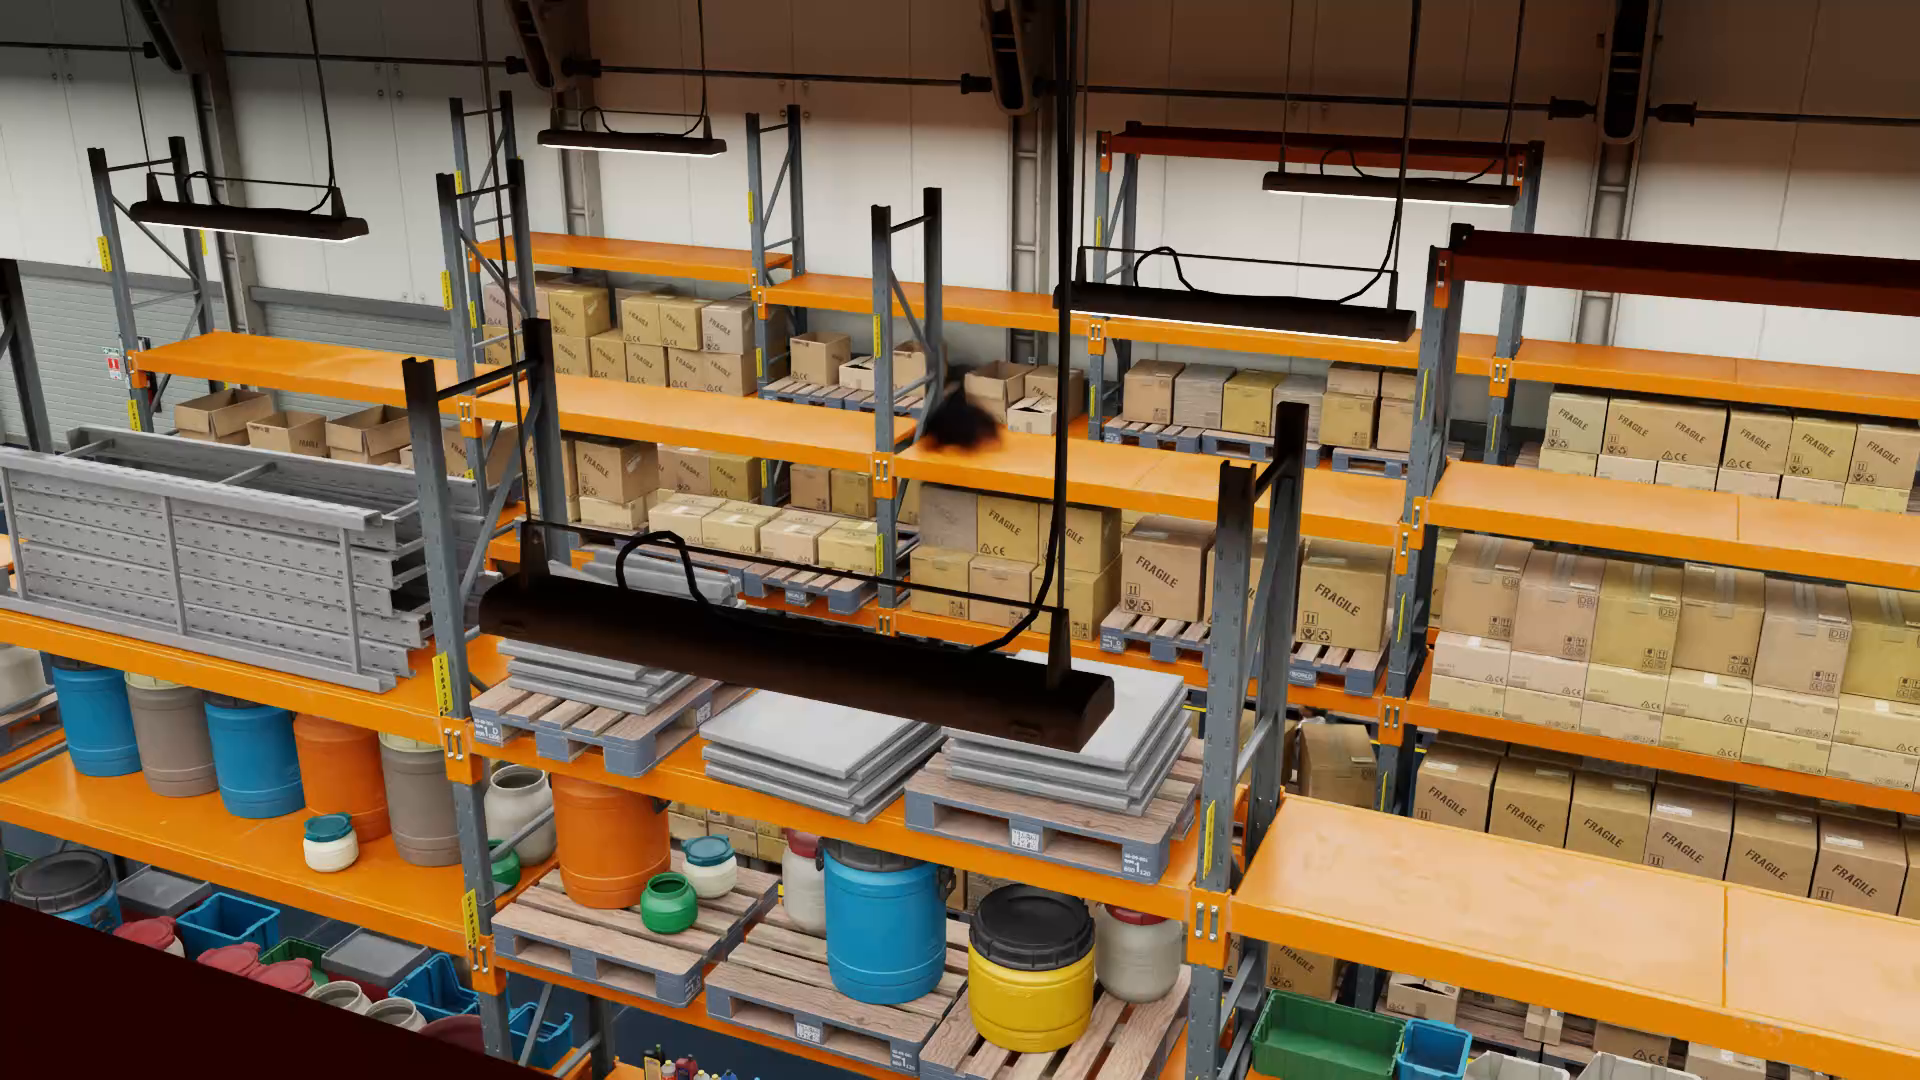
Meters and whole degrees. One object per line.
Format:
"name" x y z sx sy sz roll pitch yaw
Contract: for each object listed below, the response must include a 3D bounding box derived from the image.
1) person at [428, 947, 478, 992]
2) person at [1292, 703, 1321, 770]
"person" -3.573 3.126 12.193 1.057 1.579 0.657 14 25 33
"person" 3.050 2.102 14.667 0.847 1.739 0.570 11 23 27
